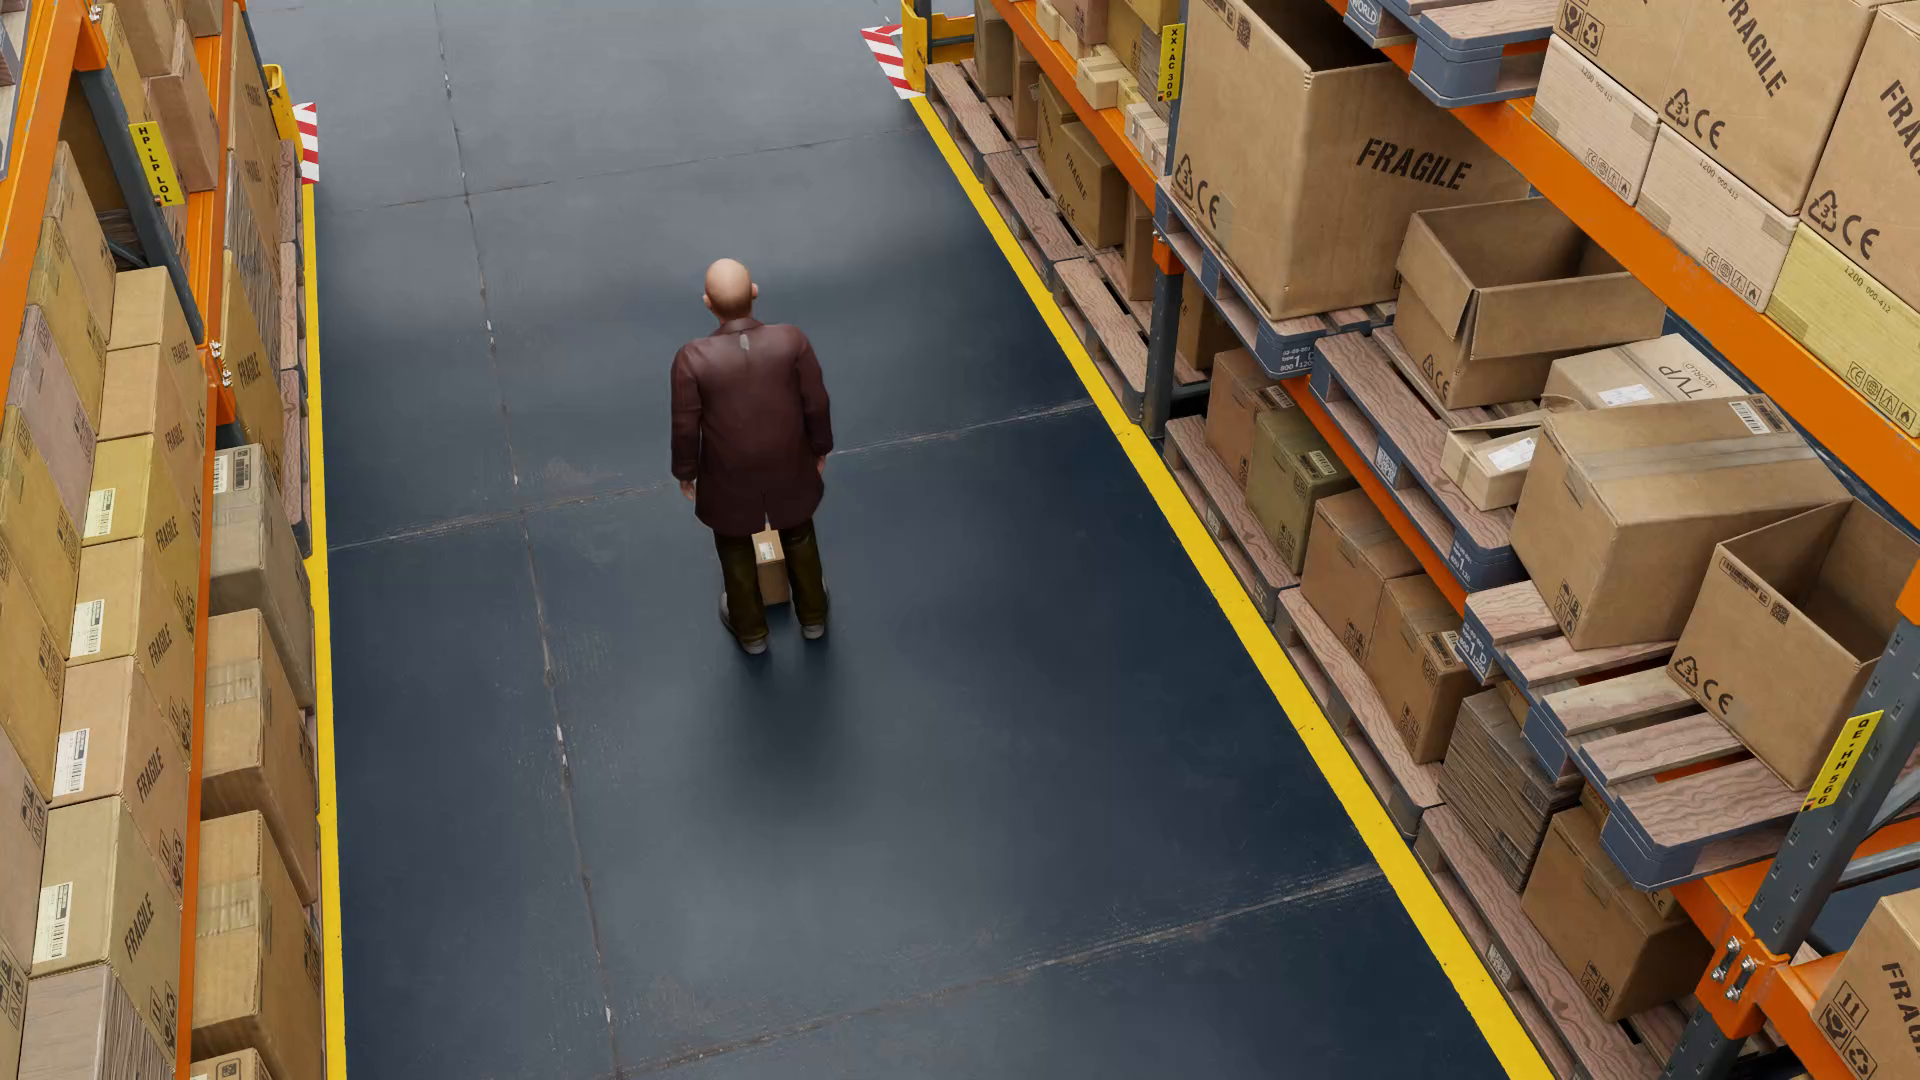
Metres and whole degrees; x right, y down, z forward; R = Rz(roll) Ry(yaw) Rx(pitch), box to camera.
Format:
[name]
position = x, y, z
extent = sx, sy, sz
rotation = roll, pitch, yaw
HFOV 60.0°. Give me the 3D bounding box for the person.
[person]
position = -0.805, -0.302, 6.510
extent = 0.642, 1.774, 0.423
rotation = -12, 43, -13
